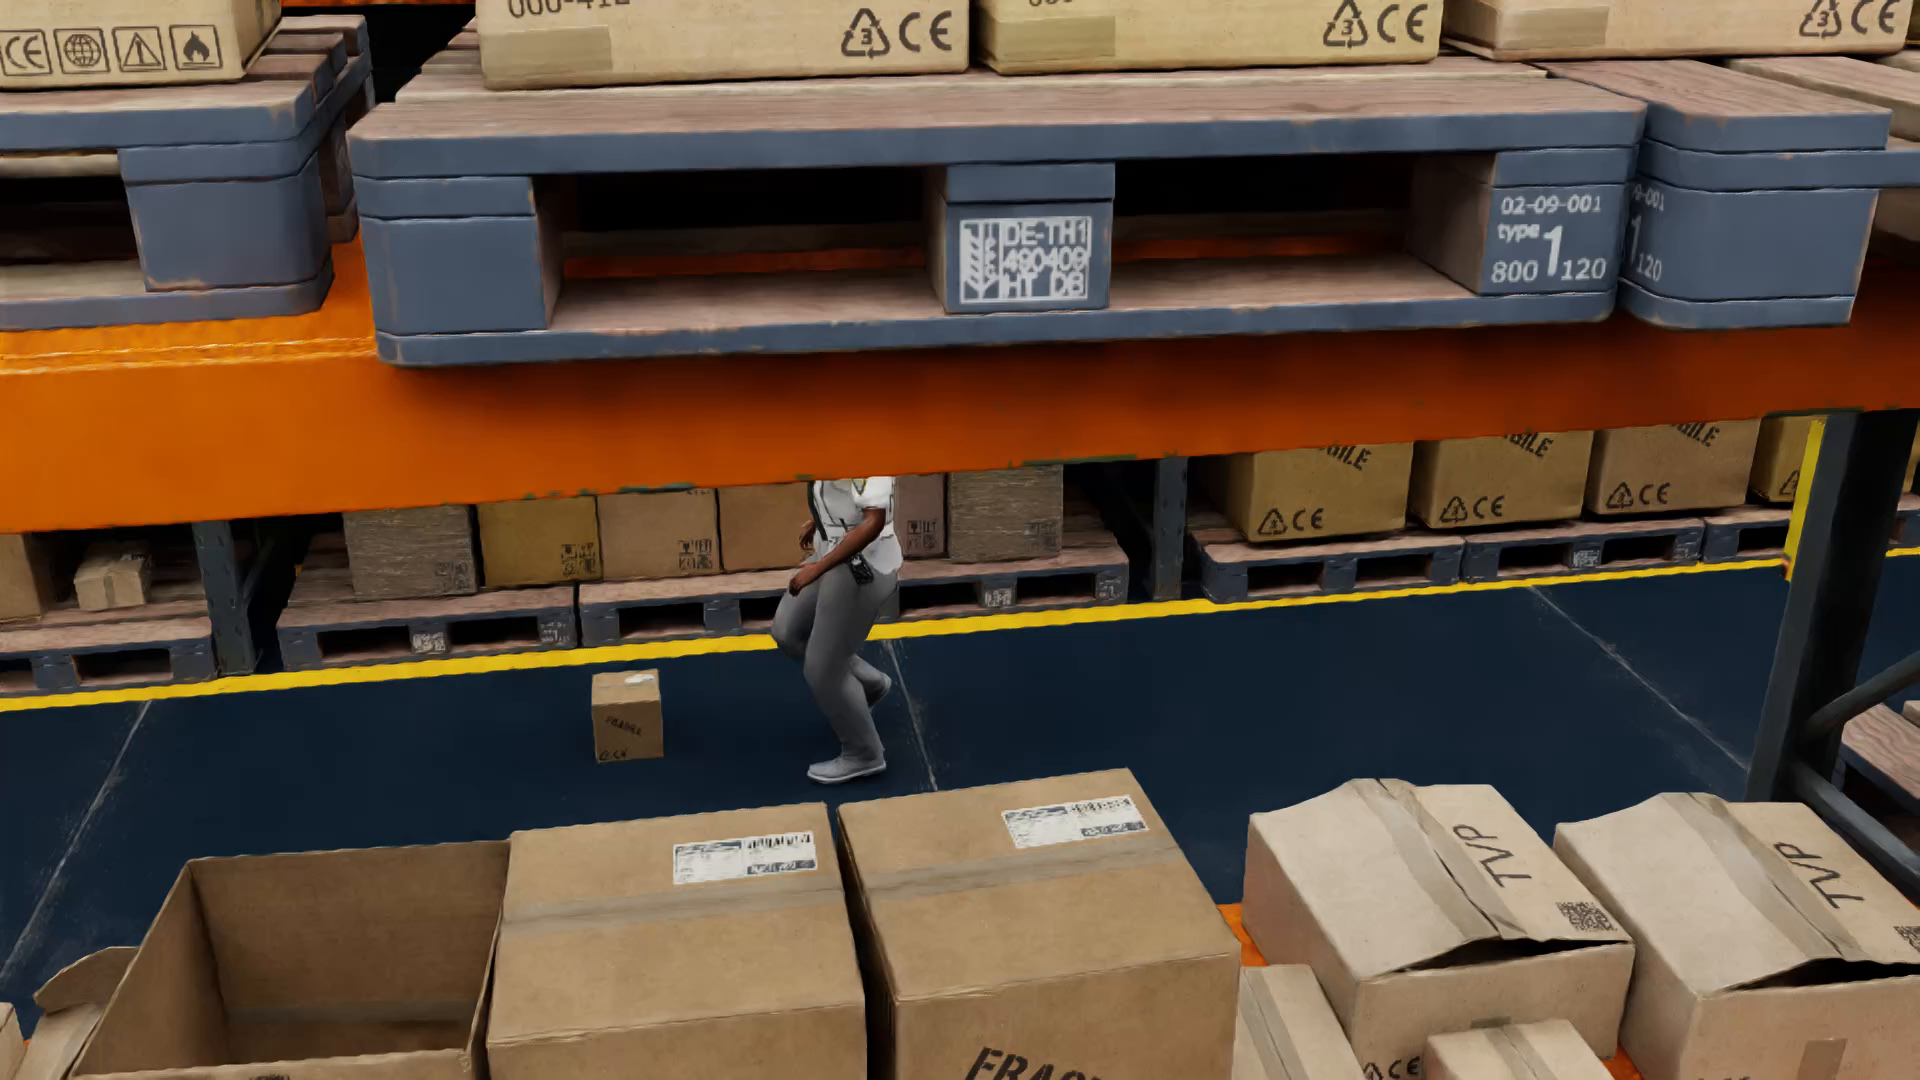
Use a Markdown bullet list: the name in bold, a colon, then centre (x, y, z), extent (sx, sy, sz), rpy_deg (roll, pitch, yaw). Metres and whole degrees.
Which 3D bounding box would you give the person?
- **person**: centre (-0.437, 0.088, 5.899), extent (0.467, 1.672, 0.639), rpy_deg (-5, 24, -12)
